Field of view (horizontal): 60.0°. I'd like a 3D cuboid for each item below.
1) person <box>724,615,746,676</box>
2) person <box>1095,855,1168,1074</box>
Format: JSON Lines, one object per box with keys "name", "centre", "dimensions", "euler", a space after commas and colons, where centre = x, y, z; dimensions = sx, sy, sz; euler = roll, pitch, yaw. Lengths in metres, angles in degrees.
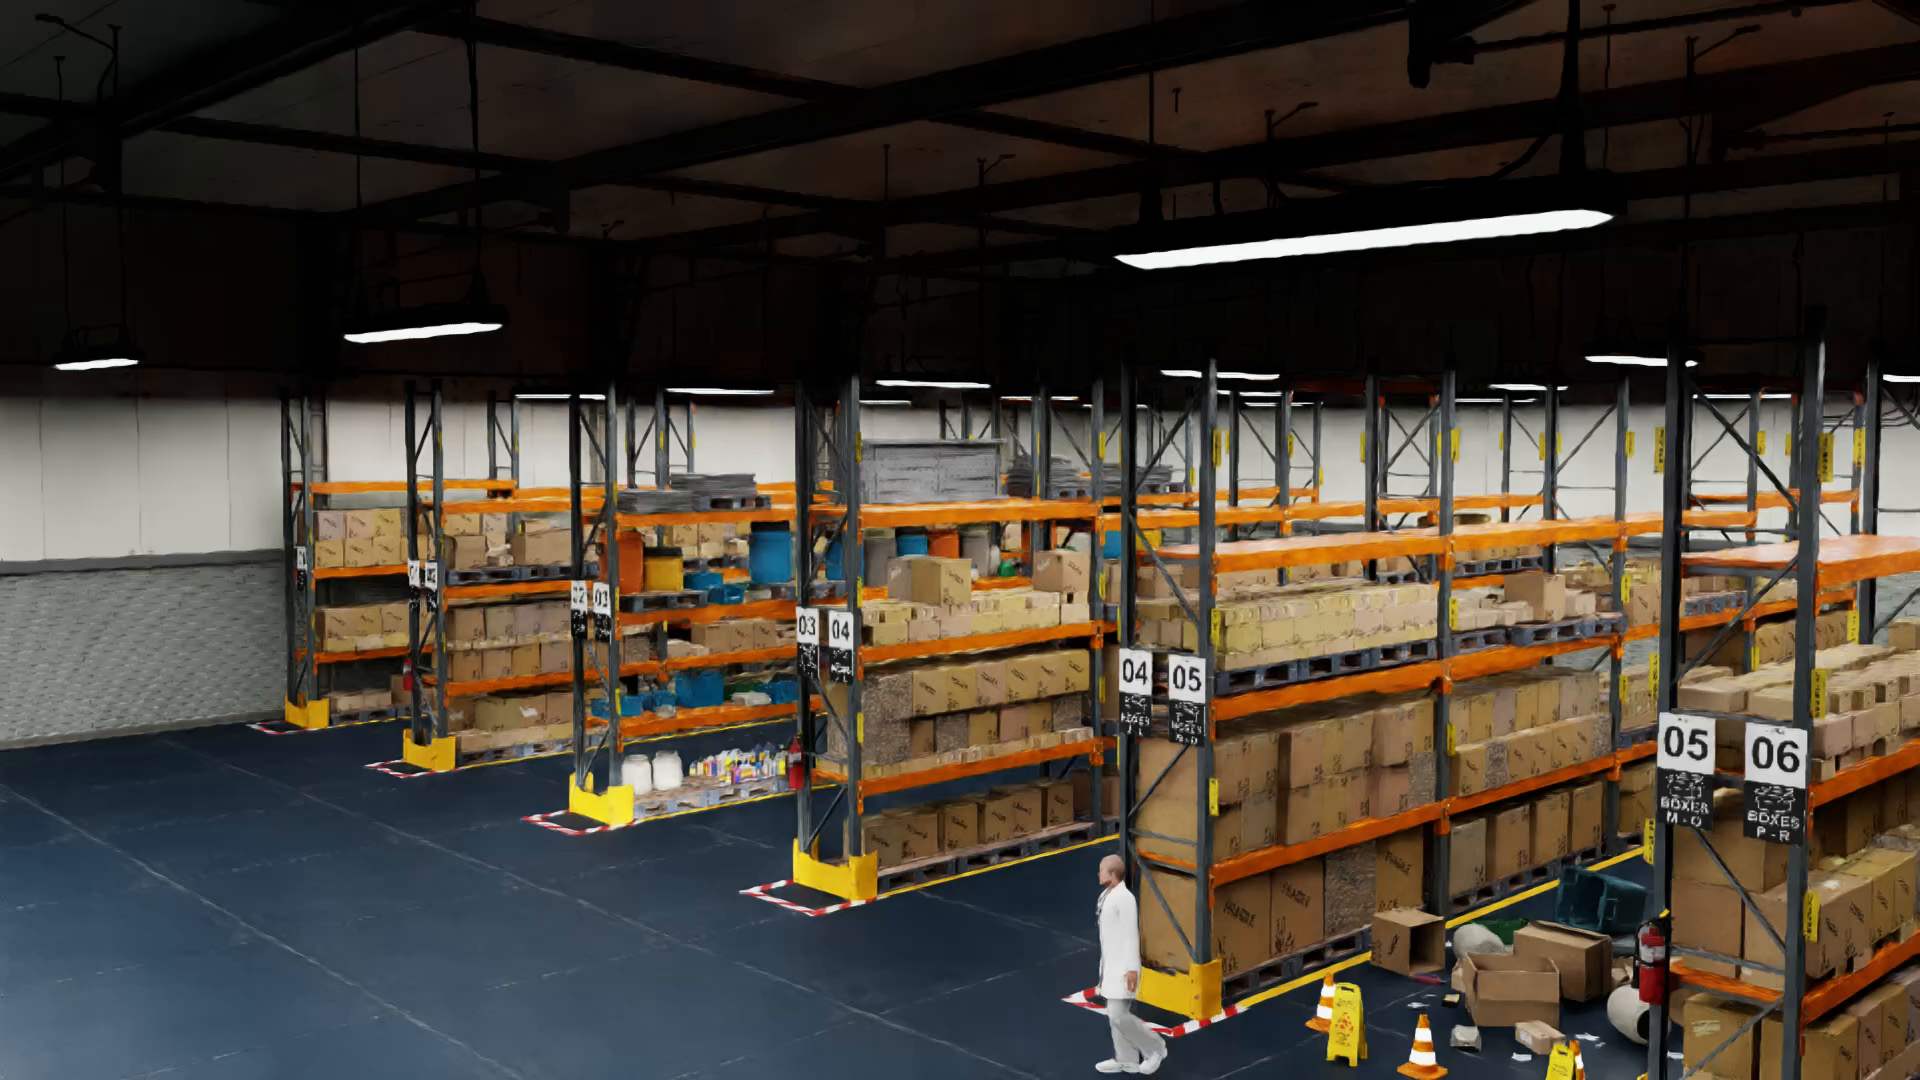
{"name": "person", "centre": [-4.665, 2.089, 34.060], "dimensions": [0.543, 1.664, 0.919], "euler": [3, 5, 38]}
{"name": "person", "centre": [1.386, 3.424, 13.413], "dimensions": [0.574, 1.773, 0.619], "euler": [-1, 4, -8]}
